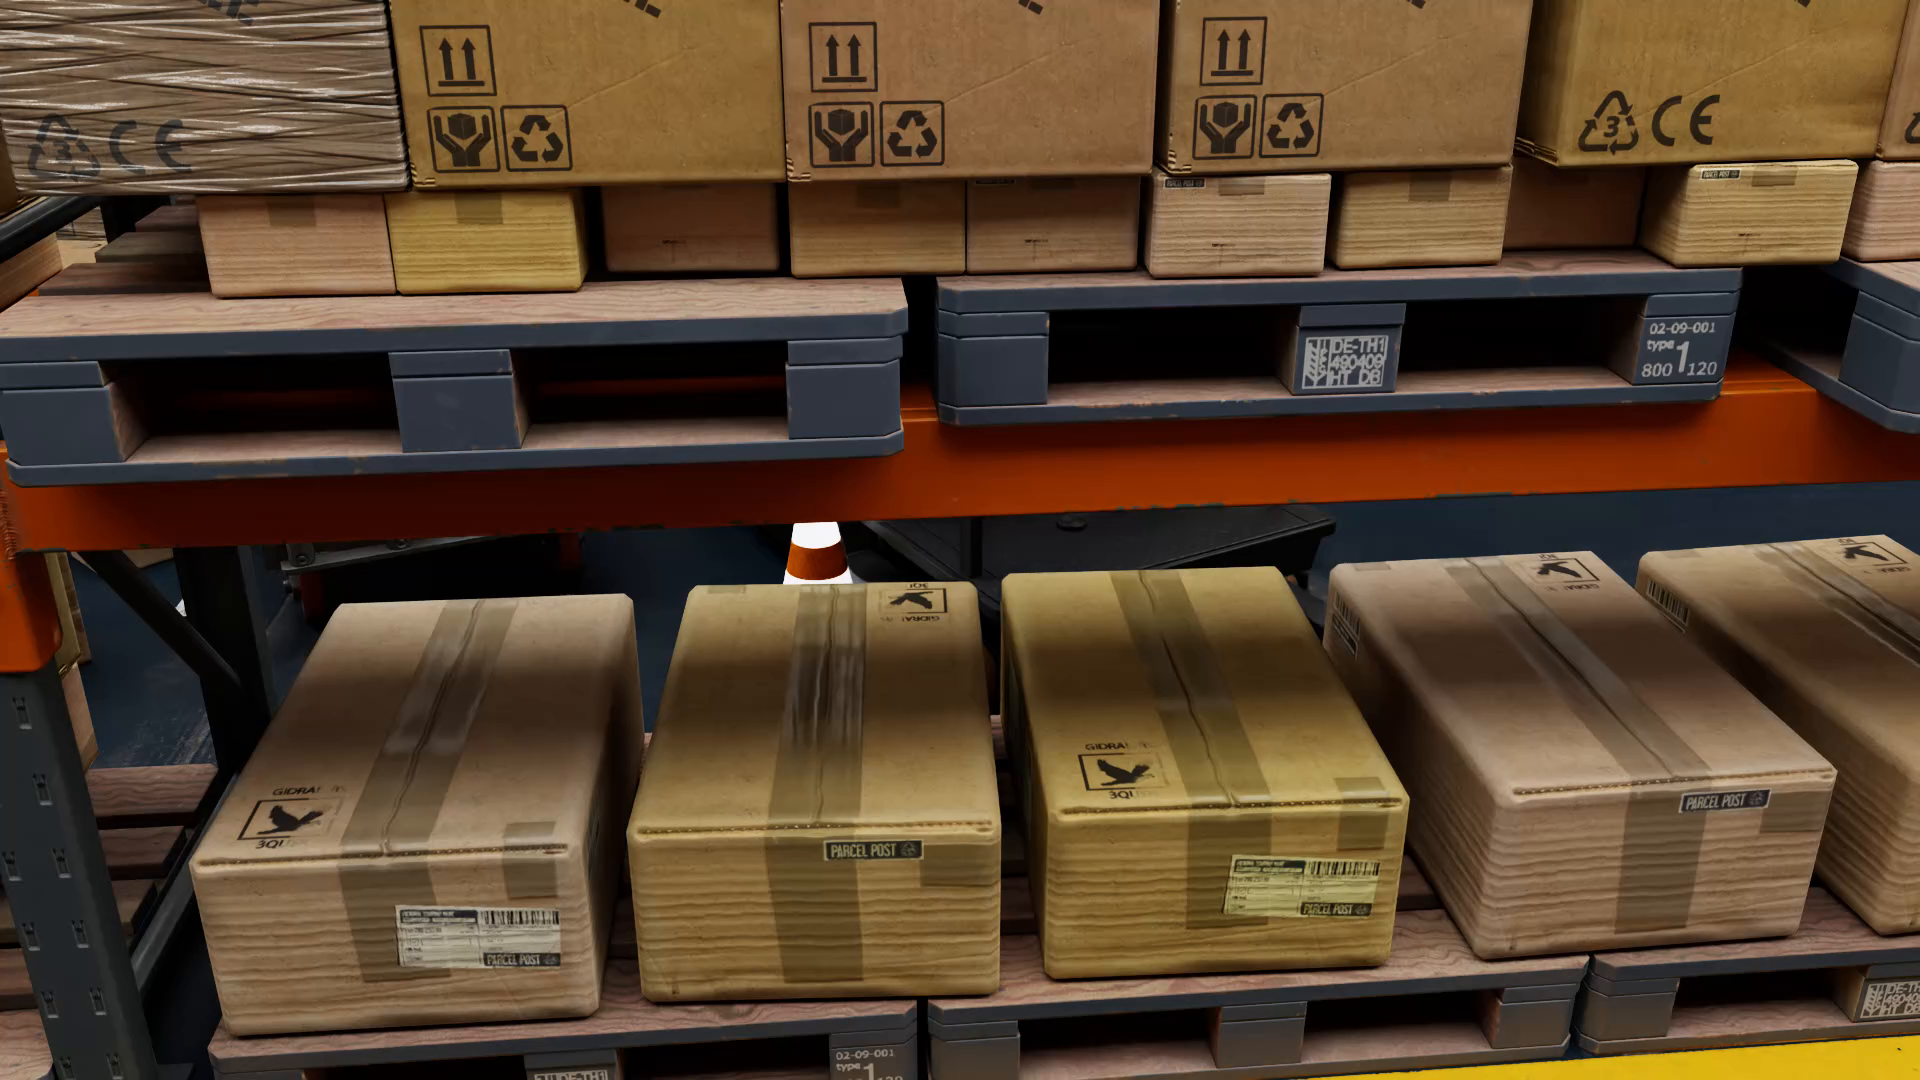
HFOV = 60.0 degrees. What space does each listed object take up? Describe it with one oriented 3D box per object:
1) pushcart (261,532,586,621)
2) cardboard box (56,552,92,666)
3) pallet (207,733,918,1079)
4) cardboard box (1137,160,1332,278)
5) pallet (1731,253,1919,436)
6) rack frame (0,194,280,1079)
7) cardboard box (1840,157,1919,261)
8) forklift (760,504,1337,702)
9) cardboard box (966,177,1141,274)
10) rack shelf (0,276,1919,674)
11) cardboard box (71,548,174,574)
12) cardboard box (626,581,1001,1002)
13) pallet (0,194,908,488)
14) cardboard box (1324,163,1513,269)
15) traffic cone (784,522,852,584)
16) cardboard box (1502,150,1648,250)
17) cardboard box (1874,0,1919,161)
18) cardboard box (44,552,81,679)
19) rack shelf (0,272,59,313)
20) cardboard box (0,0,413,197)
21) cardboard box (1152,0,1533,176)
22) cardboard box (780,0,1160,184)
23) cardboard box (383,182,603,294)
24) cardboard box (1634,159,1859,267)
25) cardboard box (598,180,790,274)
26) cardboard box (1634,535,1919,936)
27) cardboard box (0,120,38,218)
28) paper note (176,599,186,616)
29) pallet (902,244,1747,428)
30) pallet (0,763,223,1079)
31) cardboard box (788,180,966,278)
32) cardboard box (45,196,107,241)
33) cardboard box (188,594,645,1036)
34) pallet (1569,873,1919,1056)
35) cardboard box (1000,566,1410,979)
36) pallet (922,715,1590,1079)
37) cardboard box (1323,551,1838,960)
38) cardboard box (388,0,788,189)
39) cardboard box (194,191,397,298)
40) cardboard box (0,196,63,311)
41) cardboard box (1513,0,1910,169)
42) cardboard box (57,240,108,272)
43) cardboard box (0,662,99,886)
[{"bbox_3d":[-1.770,-0.228,5.299,0.936,0.377,1.648,-11,26,-23],"label":"pushcart"},{"bbox_3d":[-2.696,0.127,4.346,0.500,0.500,0.500,16,28,31],"label":"cardboard box"},{"bbox_3d":[-0.721,0.735,3.335,1.213,0.211,1.003,-2,24,-5],"label":"pallet"},{"bbox_3d":[0.385,-0.519,2.518,0.250,0.149,0.380,-1,24,-3],"label":"cardboard box"},{"bbox_3d":[1.786,-0.508,2.935,1.003,0.211,1.213,-2,24,-5],"label":"pallet"},{"bbox_3d":[-1.496,-0.507,2.698,0.127,3.000,1.000,-2,24,-5],"label":"rack frame"},{"bbox_3d":[1.424,-0.561,2.611,0.250,0.149,0.380,-3,24,-8],"label":"cardboard box"},{"bbox_3d":[0.318,-1.120,4.160,1.130,2.935,3.031,-13,27,-28],"label":"forklift"},{"bbox_3d":[0.115,-0.530,2.541,0.250,0.149,0.380,-2,24,-5],"label":"cardboard box"},{"bbox_3d":[0.494,-0.258,3.023,4.000,0.370,1.077,-2,24,-5],"label":"rack shelf"},{"bbox_3d":[-2.518,-0.093,5.132,0.258,0.266,0.396,22,32,40],"label":"cardboard box"},{"bbox_3d":[-0.259,0.450,3.263,0.625,0.372,0.950,-1,24,-2],"label":"cardboard box"},{"bbox_3d":[-0.721,-0.391,2.673,1.213,0.211,1.003,-2,24,-5],"label":"pallet"},{"bbox_3d":[0.647,-0.542,2.568,0.250,0.149,0.380,-3,24,-7],"label":"cardboard box"},{"bbox_3d":[-0.400,0.037,4.598,0.334,0.463,0.336,-2,24,-5],"label":"traffic cone"},{"bbox_3d":[0.889,-0.585,2.665,0.250,0.149,0.380,-2,24,-5],"label":"cardboard box"},{"bbox_3d":[1.546,-0.885,2.541,0.500,0.500,0.500,-3,24,-6],"label":"cardboard box"},{"bbox_3d":[-2.110,0.129,3.211,0.500,0.500,0.500,-1,24,-3],"label":"cardboard box"},{"bbox_3d":[-3.486,-0.099,2.664,4.000,0.370,1.077,-2,24,-5],"label":"rack shelf"},{"bbox_3d":[-1.001,-0.783,2.313,0.500,0.500,0.500,-2,24,-4],"label":"cardboard box"},{"bbox_3d":[0.501,-0.843,2.446,0.500,0.500,0.500,-3,24,-7],"label":"cardboard box"},{"bbox_3d":[-0.009,-0.818,2.391,0.500,0.500,0.500,-2,24,-5],"label":"cardboard box"},{"bbox_3d":[-0.665,-0.485,2.440,0.250,0.149,0.380,-2,24,-4],"label":"cardboard box"},{"bbox_3d":[1.152,-0.544,2.573,0.250,0.149,0.380,-2,24,-4],"label":"cardboard box"},{"bbox_3d":[-0.391,-0.527,2.535,0.250,0.149,0.380,-1,24,-2],"label":"cardboard box"},{"bbox_3d":[1.921,0.361,3.464,0.625,0.372,0.950,-4,24,-9],"label":"cardboard box"},{"bbox_3d":[-1.961,-0.784,2.831,0.500,0.500,0.500,-2,24,-5],"label":"cardboard box"},{"bbox_3d":[-2.191,0.181,4.805,0.142,0.019,0.148,-2,24,-5],"label":"paper note"},{"bbox_3d":[0.519,-0.484,2.881,1.213,0.211,1.003,-2,24,-5],"label":"pallet"},{"bbox_3d":[-2.161,0.808,3.172,1.213,0.211,1.003,-2,24,-5],"label":"pallet"},{"bbox_3d":[-0.131,-0.521,2.520,0.250,0.149,0.380,-2,24,-4],"label":"cardboard box"},{"bbox_3d":[-3.612,-1.690,7.459,0.875,0.875,0.875,-2,24,-5],"label":"cardboard box"},{"bbox_3d":[-0.974,0.480,3.196,0.625,0.372,0.950,-2,24,-4],"label":"cardboard box"},{"bbox_3d":[1.707,0.638,3.555,1.213,0.211,1.003,-2,24,-5],"label":"pallet"},{"bbox_3d":[0.433,0.421,3.327,0.625,0.372,0.950,-2,24,-3],"label":"cardboard box"},{"bbox_3d":[0.496,0.685,3.448,1.213,0.211,1.003,-2,24,-5],"label":"pallet"},{"bbox_3d":[1.188,0.393,3.390,0.625,0.372,0.950,-3,24,-6],"label":"cardboard box"},{"bbox_3d":[-0.503,-0.804,2.359,0.500,0.500,0.500,-2,24,-5],"label":"cardboard box"},{"bbox_3d":[-0.915,-0.479,2.426,0.250,0.149,0.380,-2,24,-4],"label":"cardboard box"},{"bbox_3d":[-1.841,-0.509,3.012,0.250,0.149,0.380,-2,24,-5],"label":"cardboard box"},{"bbox_3d":[1.044,-0.864,2.495,0.500,0.500,0.500,-4,24,-9],"label":"cardboard box"},{"bbox_3d":[-3.527,-0.886,6.625,0.500,0.500,0.500,2,24,4],"label":"cardboard box"},{"bbox_3d":[-2.110,0.472,3.363,0.500,0.250,0.500,-3,24,-8],"label":"cardboard box"}]
